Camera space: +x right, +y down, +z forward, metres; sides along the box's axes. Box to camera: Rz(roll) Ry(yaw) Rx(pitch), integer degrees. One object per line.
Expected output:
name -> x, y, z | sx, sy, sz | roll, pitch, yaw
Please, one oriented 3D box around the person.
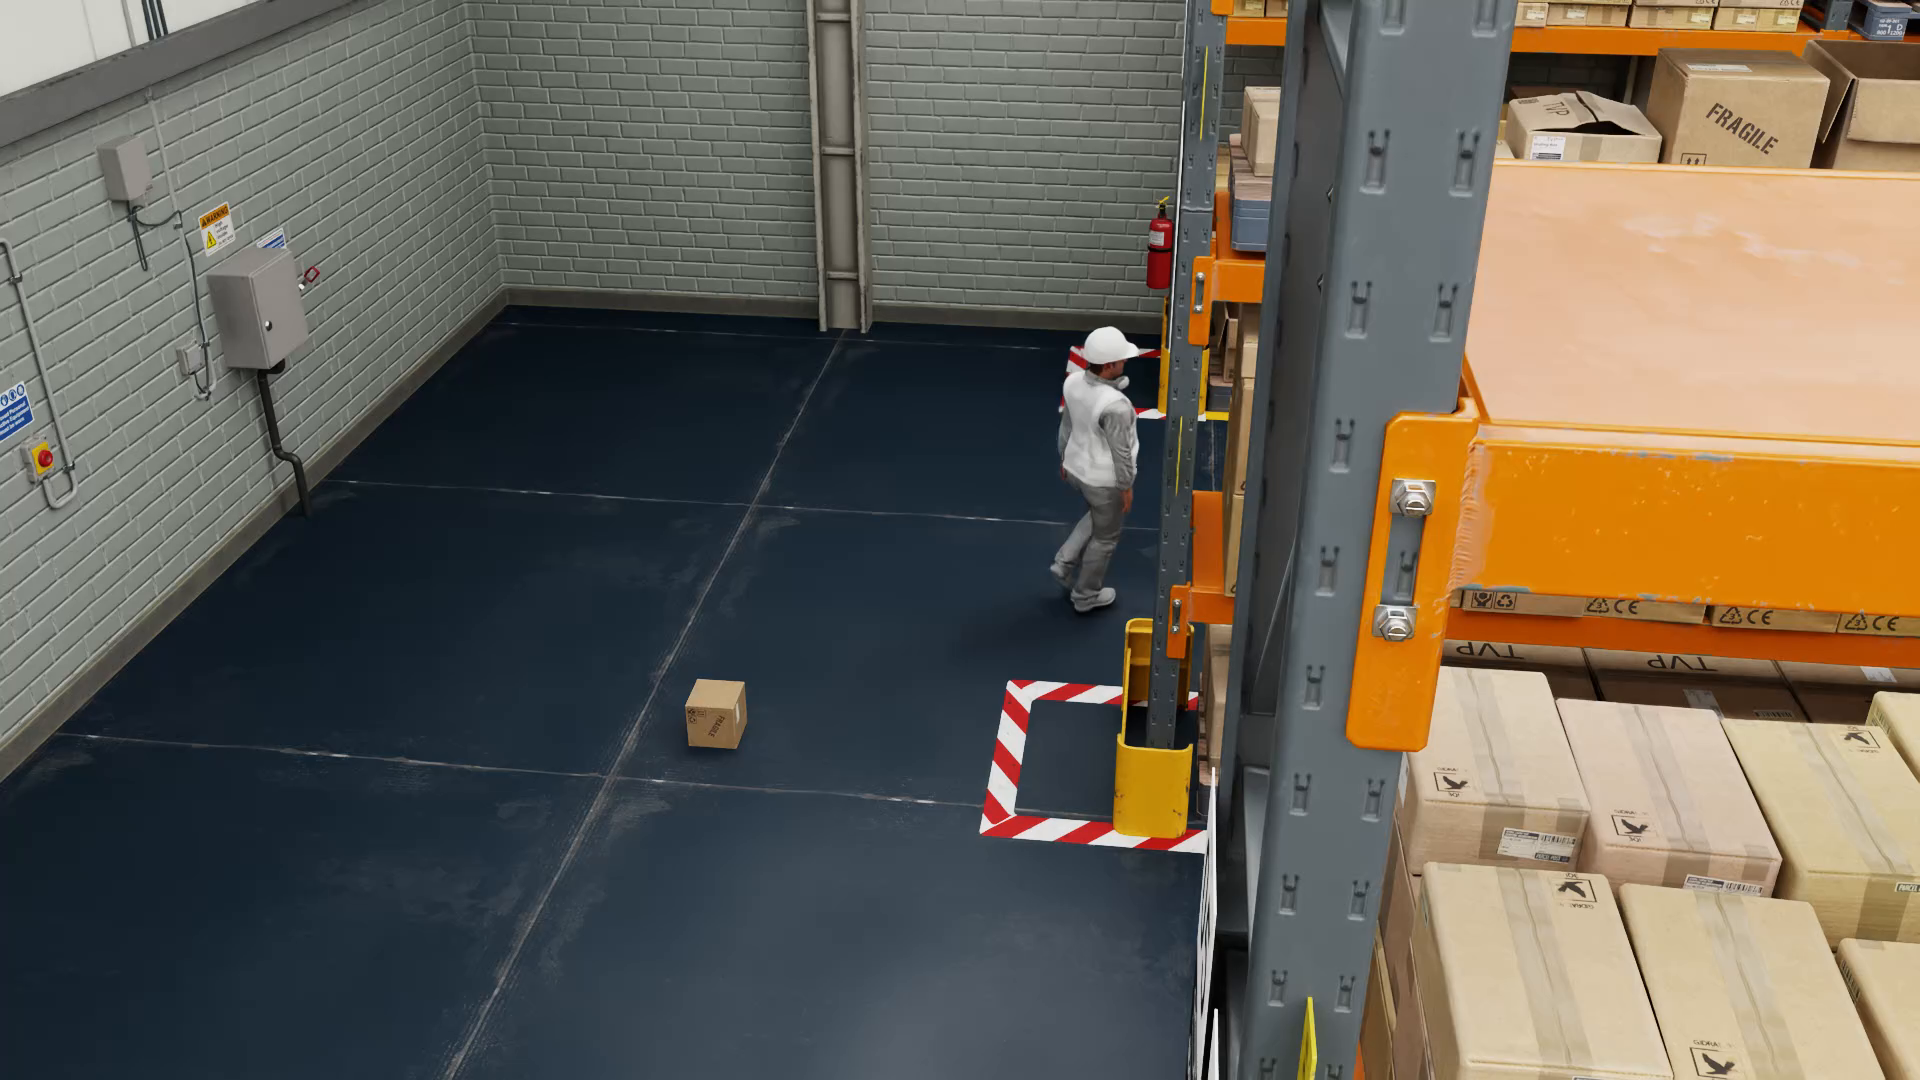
person -> 0.811, -0.392, 9.290 | 0.446, 1.763, 0.599 | -15, 32, -26
